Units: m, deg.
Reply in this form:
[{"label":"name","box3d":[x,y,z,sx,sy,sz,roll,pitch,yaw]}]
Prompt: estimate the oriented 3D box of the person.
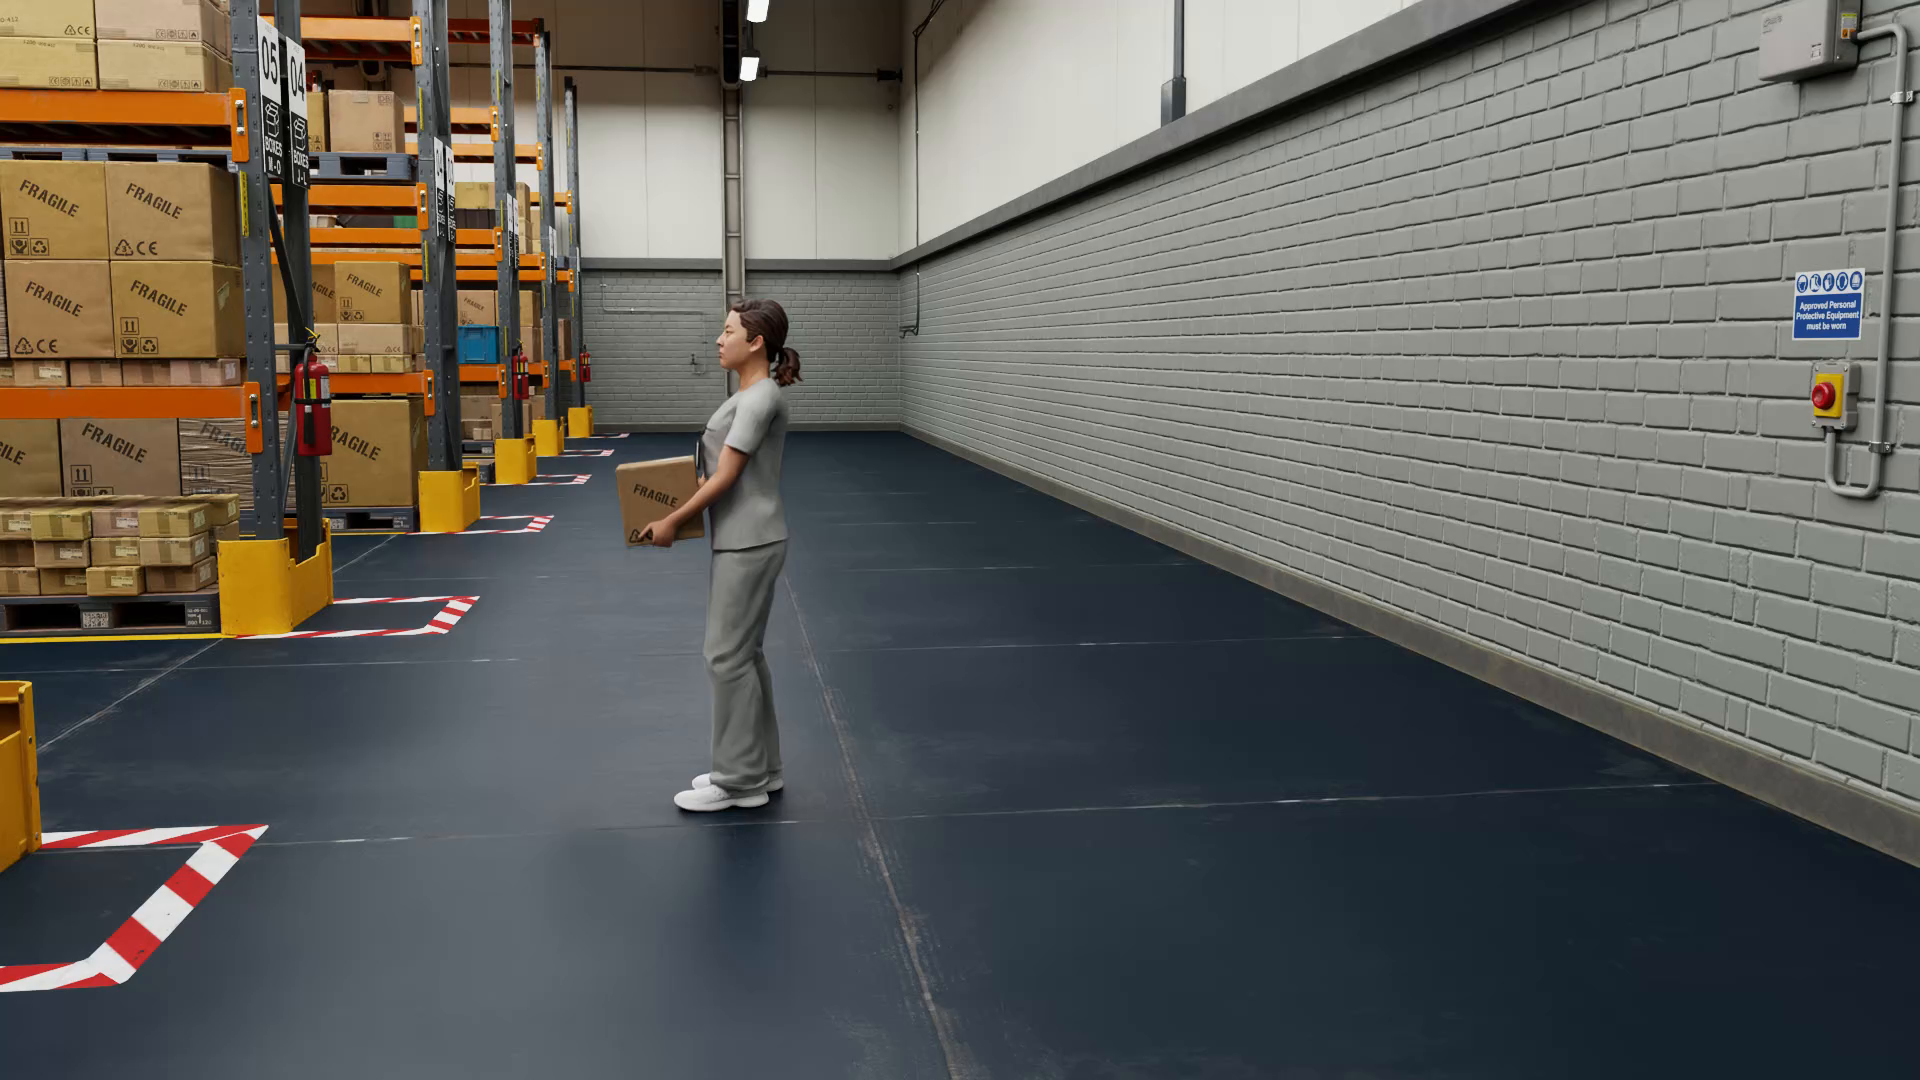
[{"label":"person","box3d":[-0.776,0.045,5.463,0.541,1.667,0.436,-1,7,-8]}]
